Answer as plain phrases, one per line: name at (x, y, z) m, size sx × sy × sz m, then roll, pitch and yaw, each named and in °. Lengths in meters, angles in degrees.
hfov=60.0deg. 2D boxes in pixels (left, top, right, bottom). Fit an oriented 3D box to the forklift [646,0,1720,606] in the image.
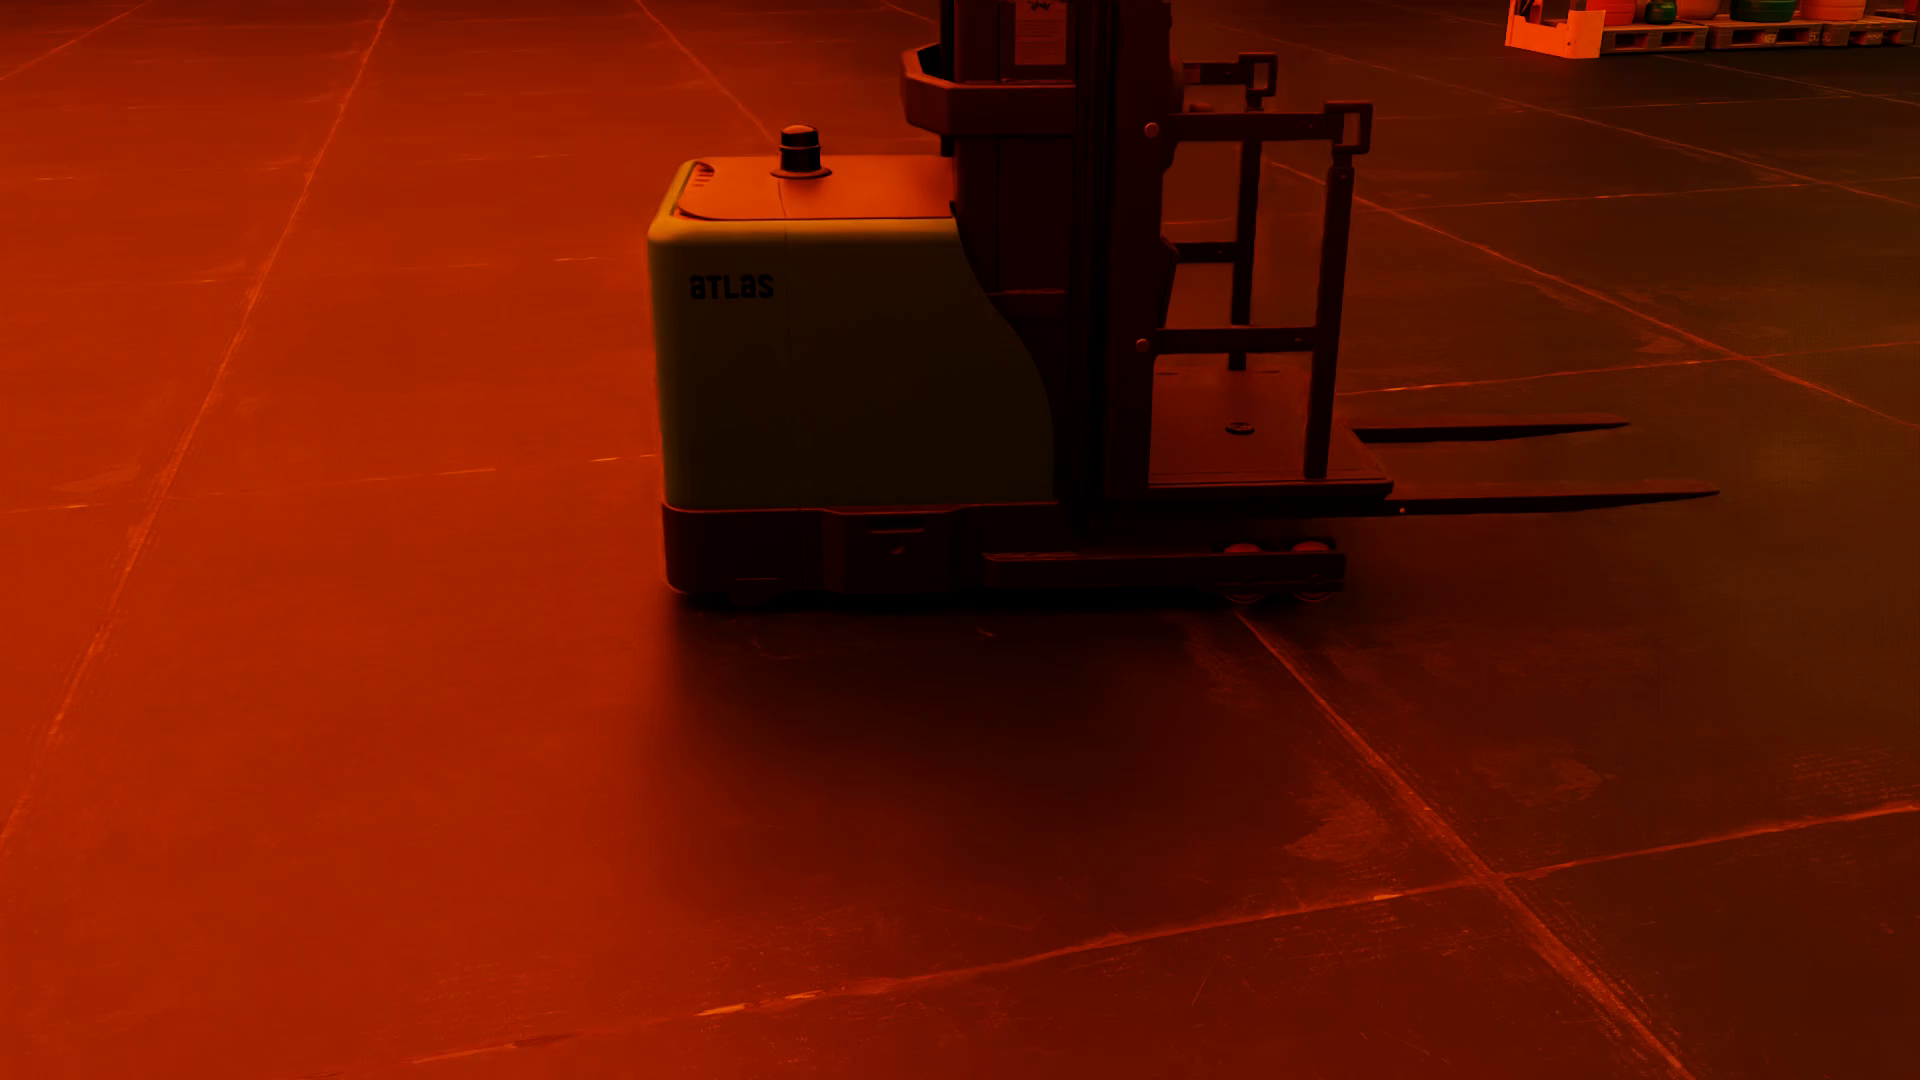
forklift at (0.671, -1.377, 4.545) m, size 3.031 × 2.935 × 1.130 m, roll -1°, pitch 23°, yaw -3°
